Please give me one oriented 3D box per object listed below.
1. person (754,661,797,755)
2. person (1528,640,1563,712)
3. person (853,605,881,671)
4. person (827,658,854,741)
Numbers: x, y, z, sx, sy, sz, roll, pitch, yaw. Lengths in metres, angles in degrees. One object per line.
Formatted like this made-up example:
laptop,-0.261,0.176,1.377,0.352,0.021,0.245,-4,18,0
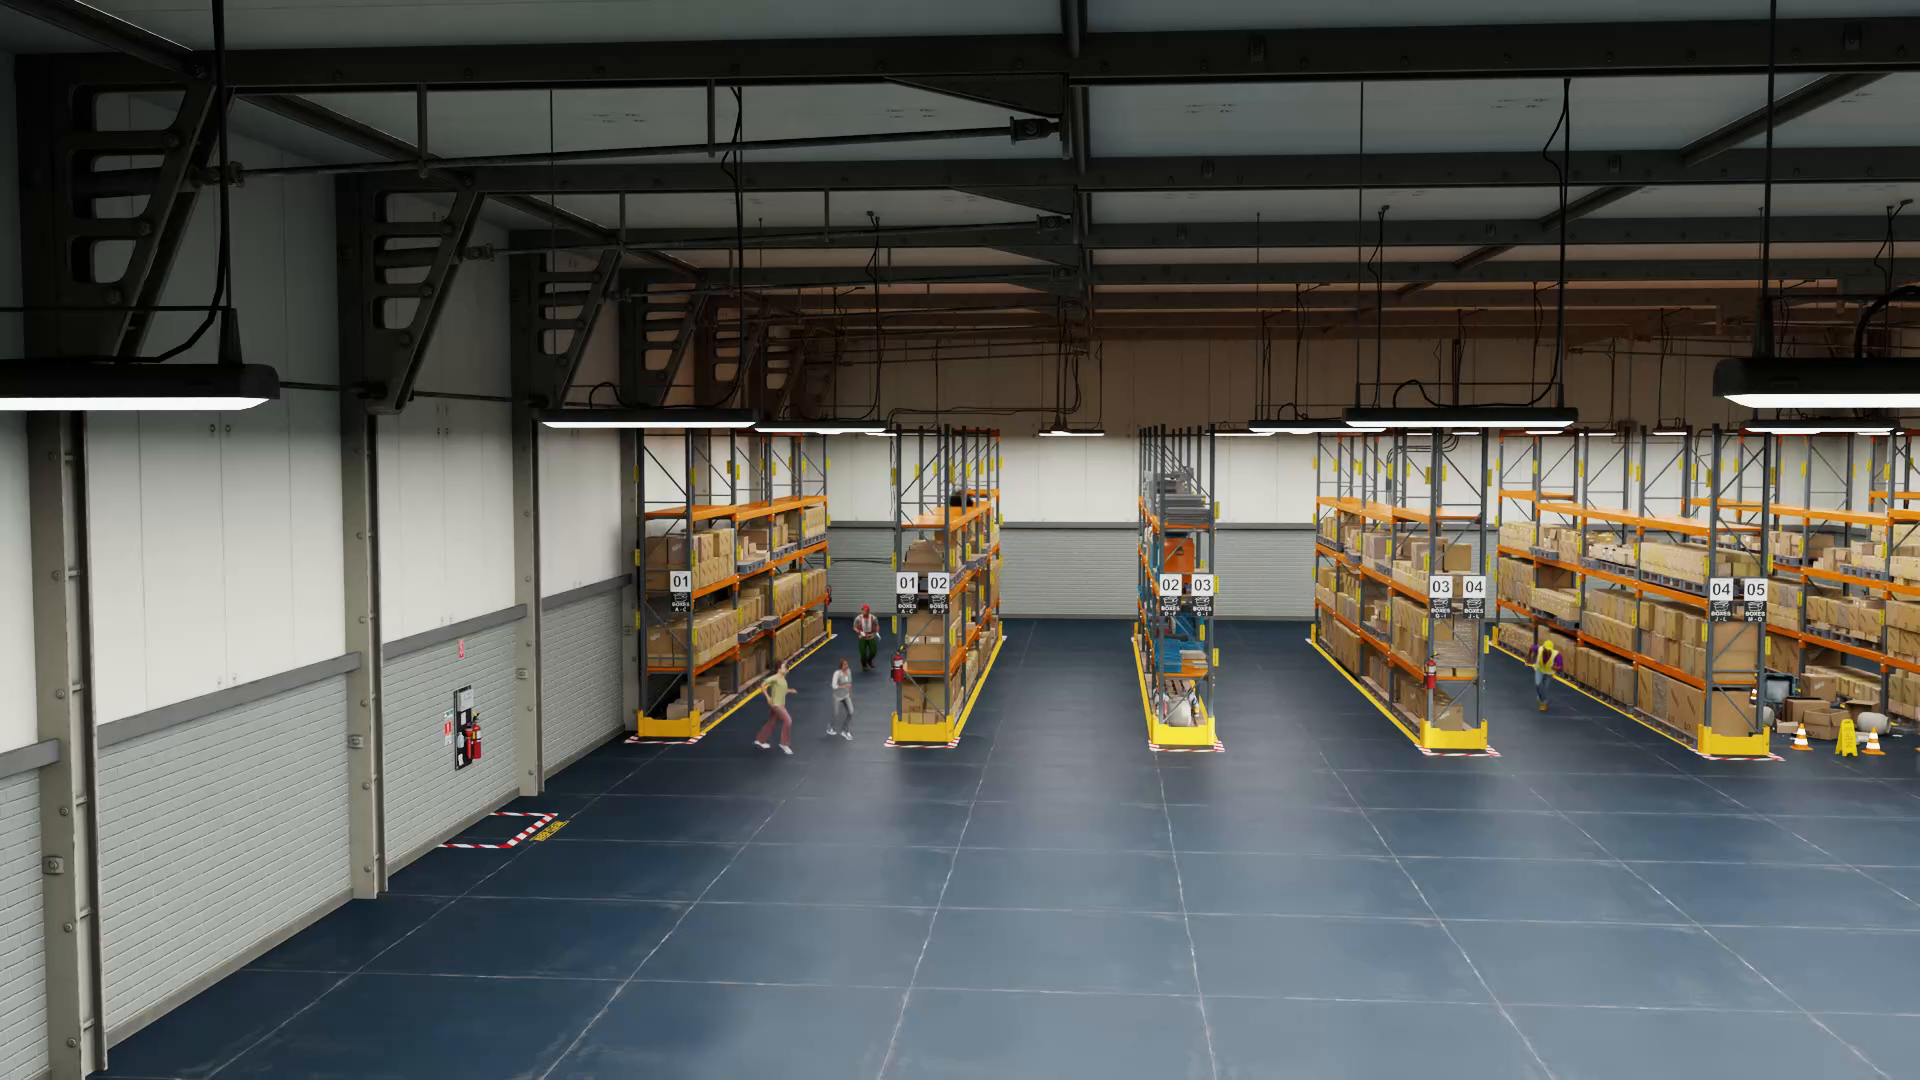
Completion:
person,-3.382,3.047,30.260,0.841,1.705,0.615,1,4,15
person,12.361,2.832,35.125,0.693,1.539,1.161,1,4,17
person,-2.283,2.409,40.795,0.679,1.675,0.770,-1,4,-10
person,-2.278,3.012,31.634,0.512,1.569,0.845,-2,4,-33
